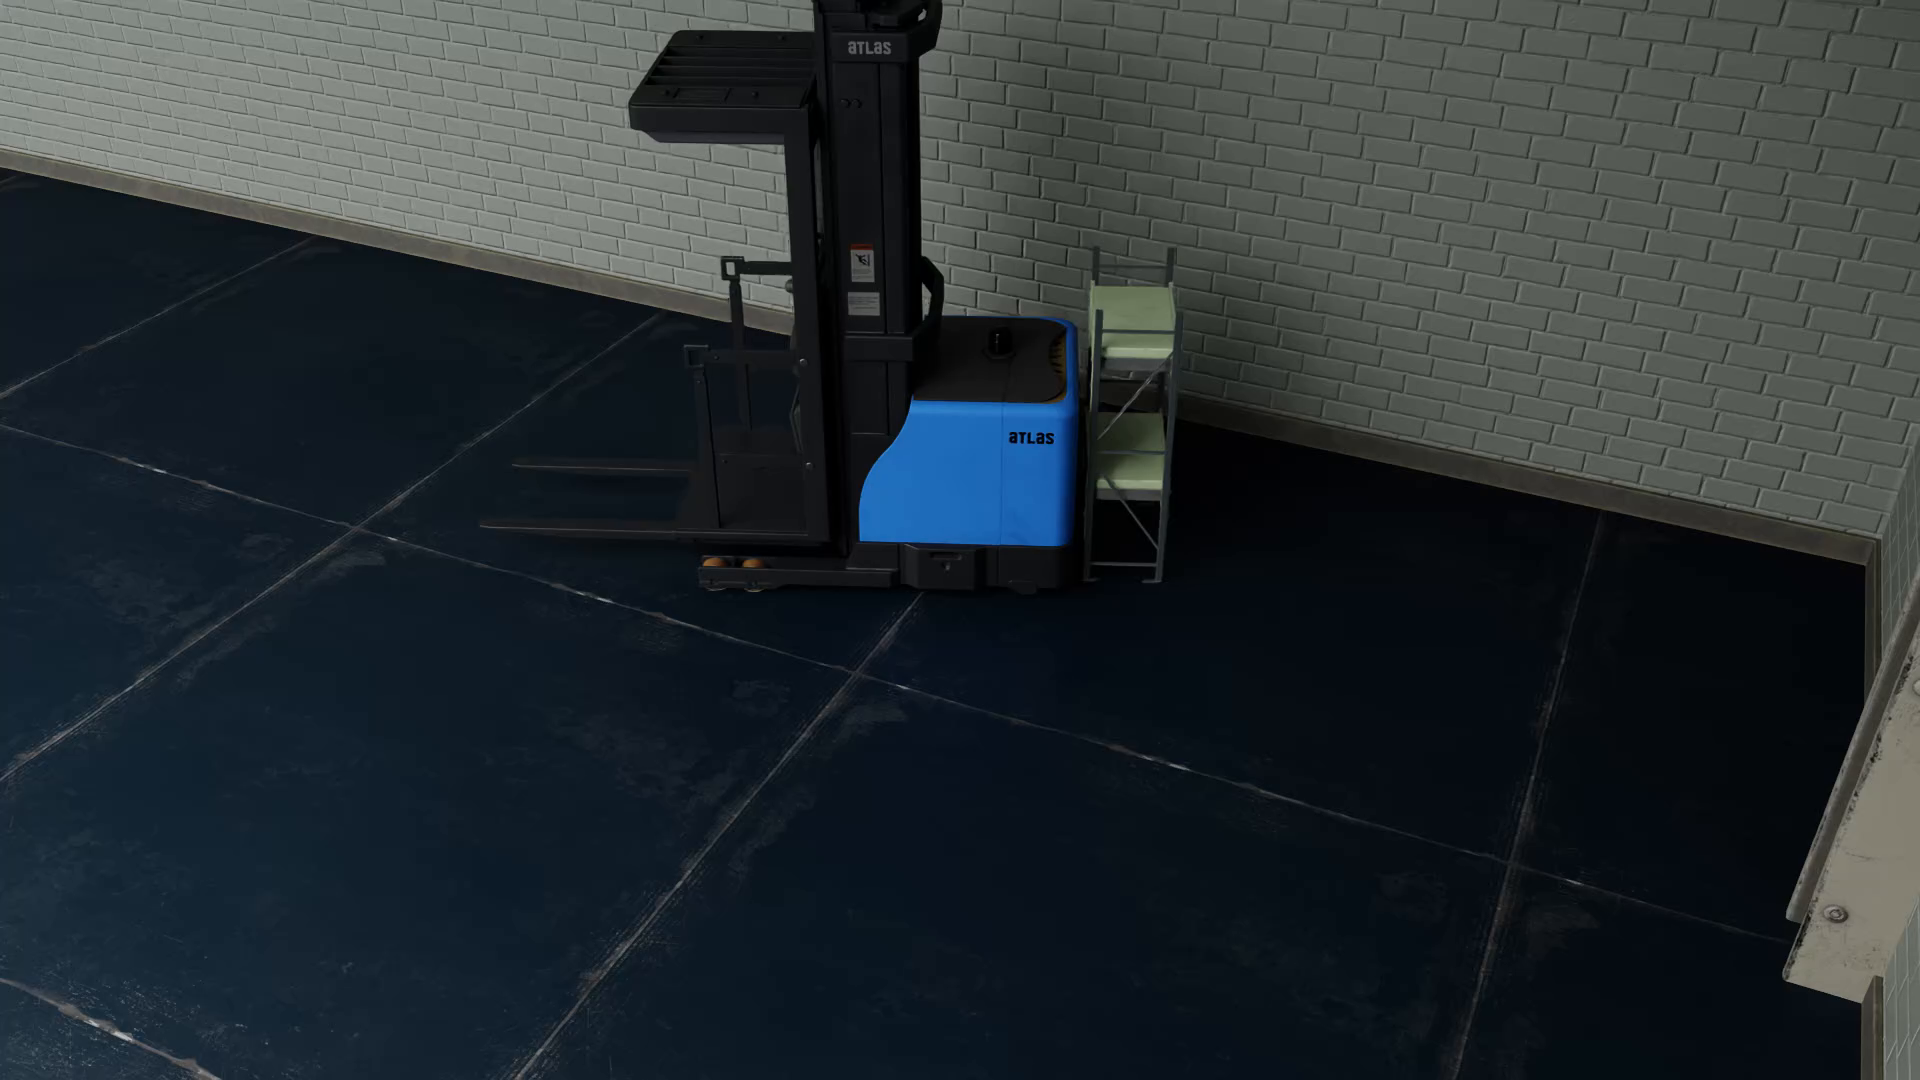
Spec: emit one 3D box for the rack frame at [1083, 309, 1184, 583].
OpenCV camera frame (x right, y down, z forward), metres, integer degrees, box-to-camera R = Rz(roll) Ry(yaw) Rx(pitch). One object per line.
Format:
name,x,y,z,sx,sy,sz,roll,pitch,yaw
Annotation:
rack frame,0.822,-0.419,8.021,0.400,1.500,0.023,2,33,2

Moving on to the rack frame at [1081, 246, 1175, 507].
rack frame,0.860,-0.820,8.633,0.400,1.500,0.023,2,33,2

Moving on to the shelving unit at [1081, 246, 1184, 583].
shelving unit,0.841,-0.620,8.327,0.431,1.500,0.755,2,33,2

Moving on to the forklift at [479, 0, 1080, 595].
forklift,-0.919,-1.252,7.986,3.031,2.935,1.130,2,33,2

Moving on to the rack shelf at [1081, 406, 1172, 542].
rack shelf,0.841,-0.347,8.506,0.431,0.370,0.720,2,33,2

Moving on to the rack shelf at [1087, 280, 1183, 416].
rack shelf,0.841,-0.946,8.113,0.431,0.370,0.720,2,33,2

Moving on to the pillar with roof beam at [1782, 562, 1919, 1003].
pillar with roof beam,-0.603,-3.165,5.371,9.100,9.000,0.400,14,36,20
